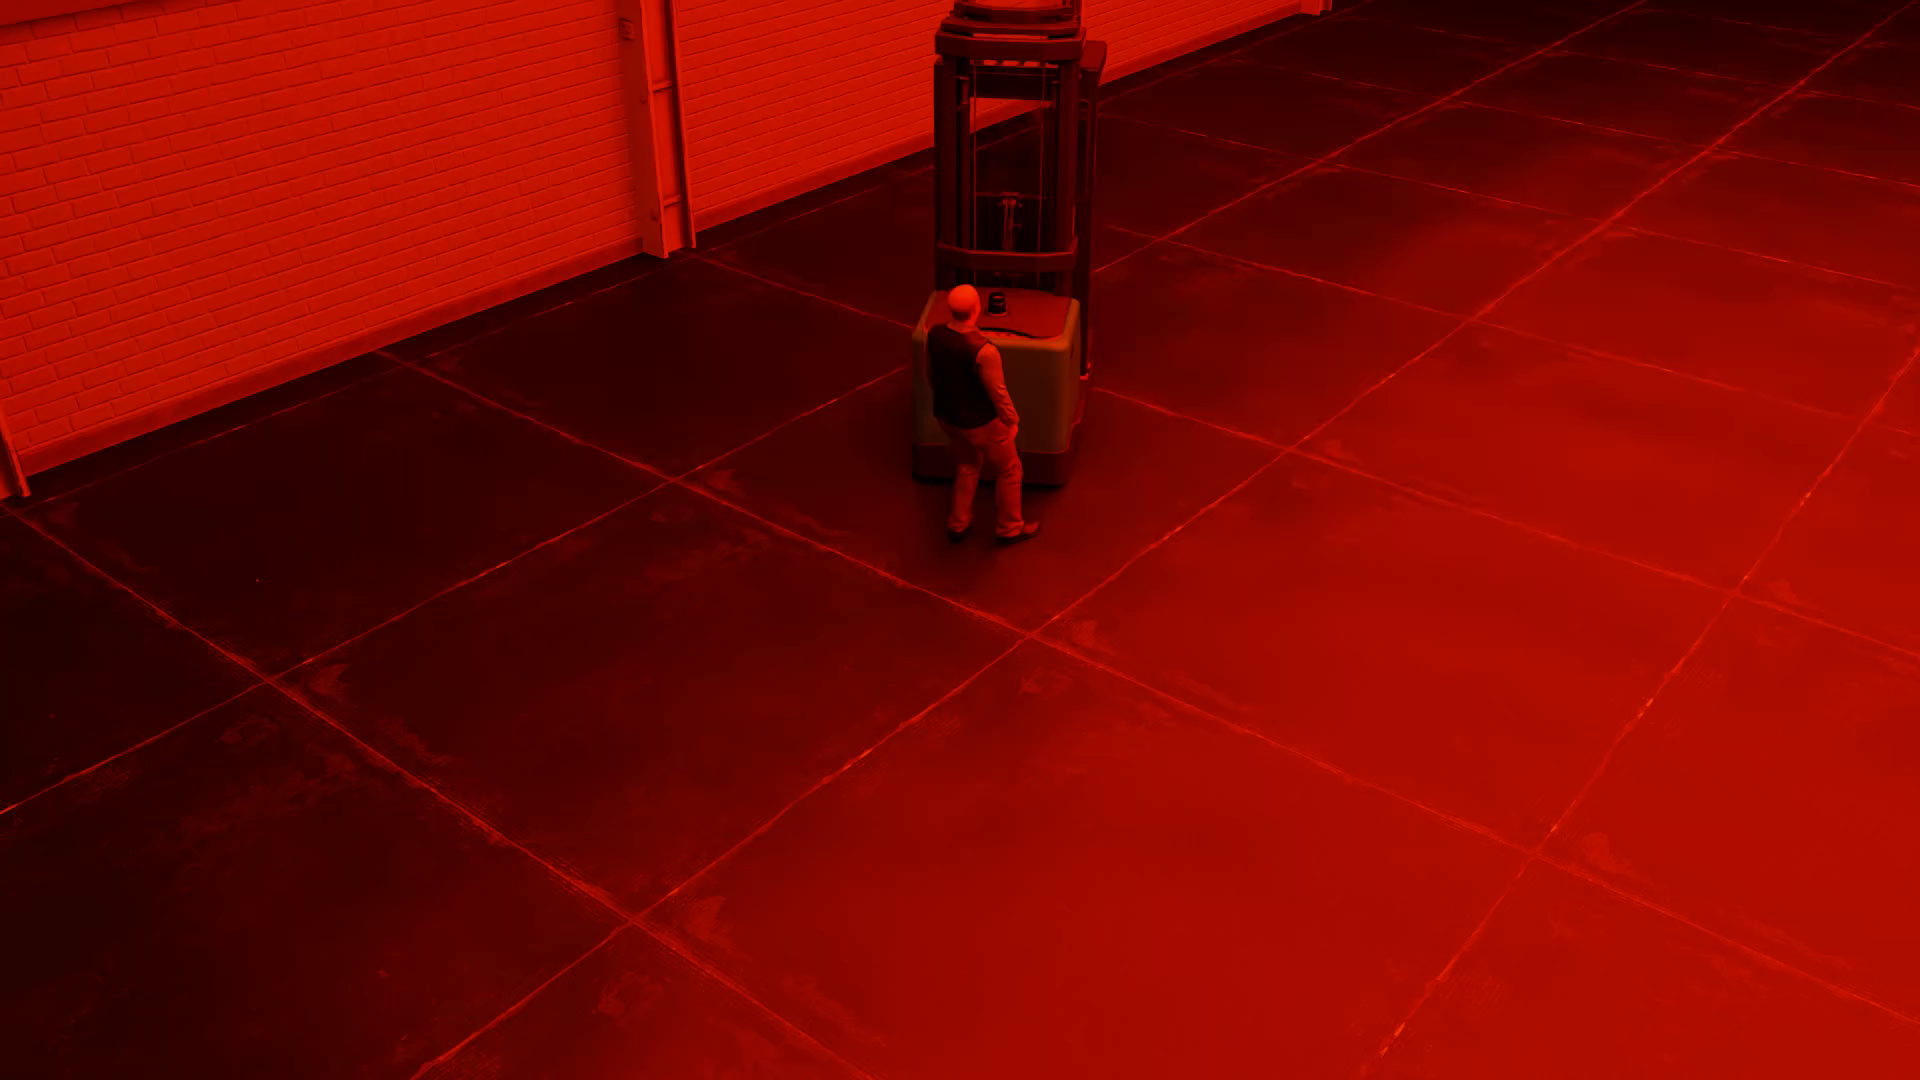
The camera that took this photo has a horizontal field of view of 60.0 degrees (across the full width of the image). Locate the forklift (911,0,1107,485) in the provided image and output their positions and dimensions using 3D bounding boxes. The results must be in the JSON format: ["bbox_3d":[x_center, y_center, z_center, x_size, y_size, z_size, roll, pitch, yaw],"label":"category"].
[{"bbox_3d":[0.407,-2.351,11.619,1.130,2.935,3.031,4,31,7],"label":"forklift"}]

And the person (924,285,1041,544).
[{"bbox_3d":[0.127,-0.781,10.181,0.577,1.705,0.670,-27,40,-38],"label":"person"}]
